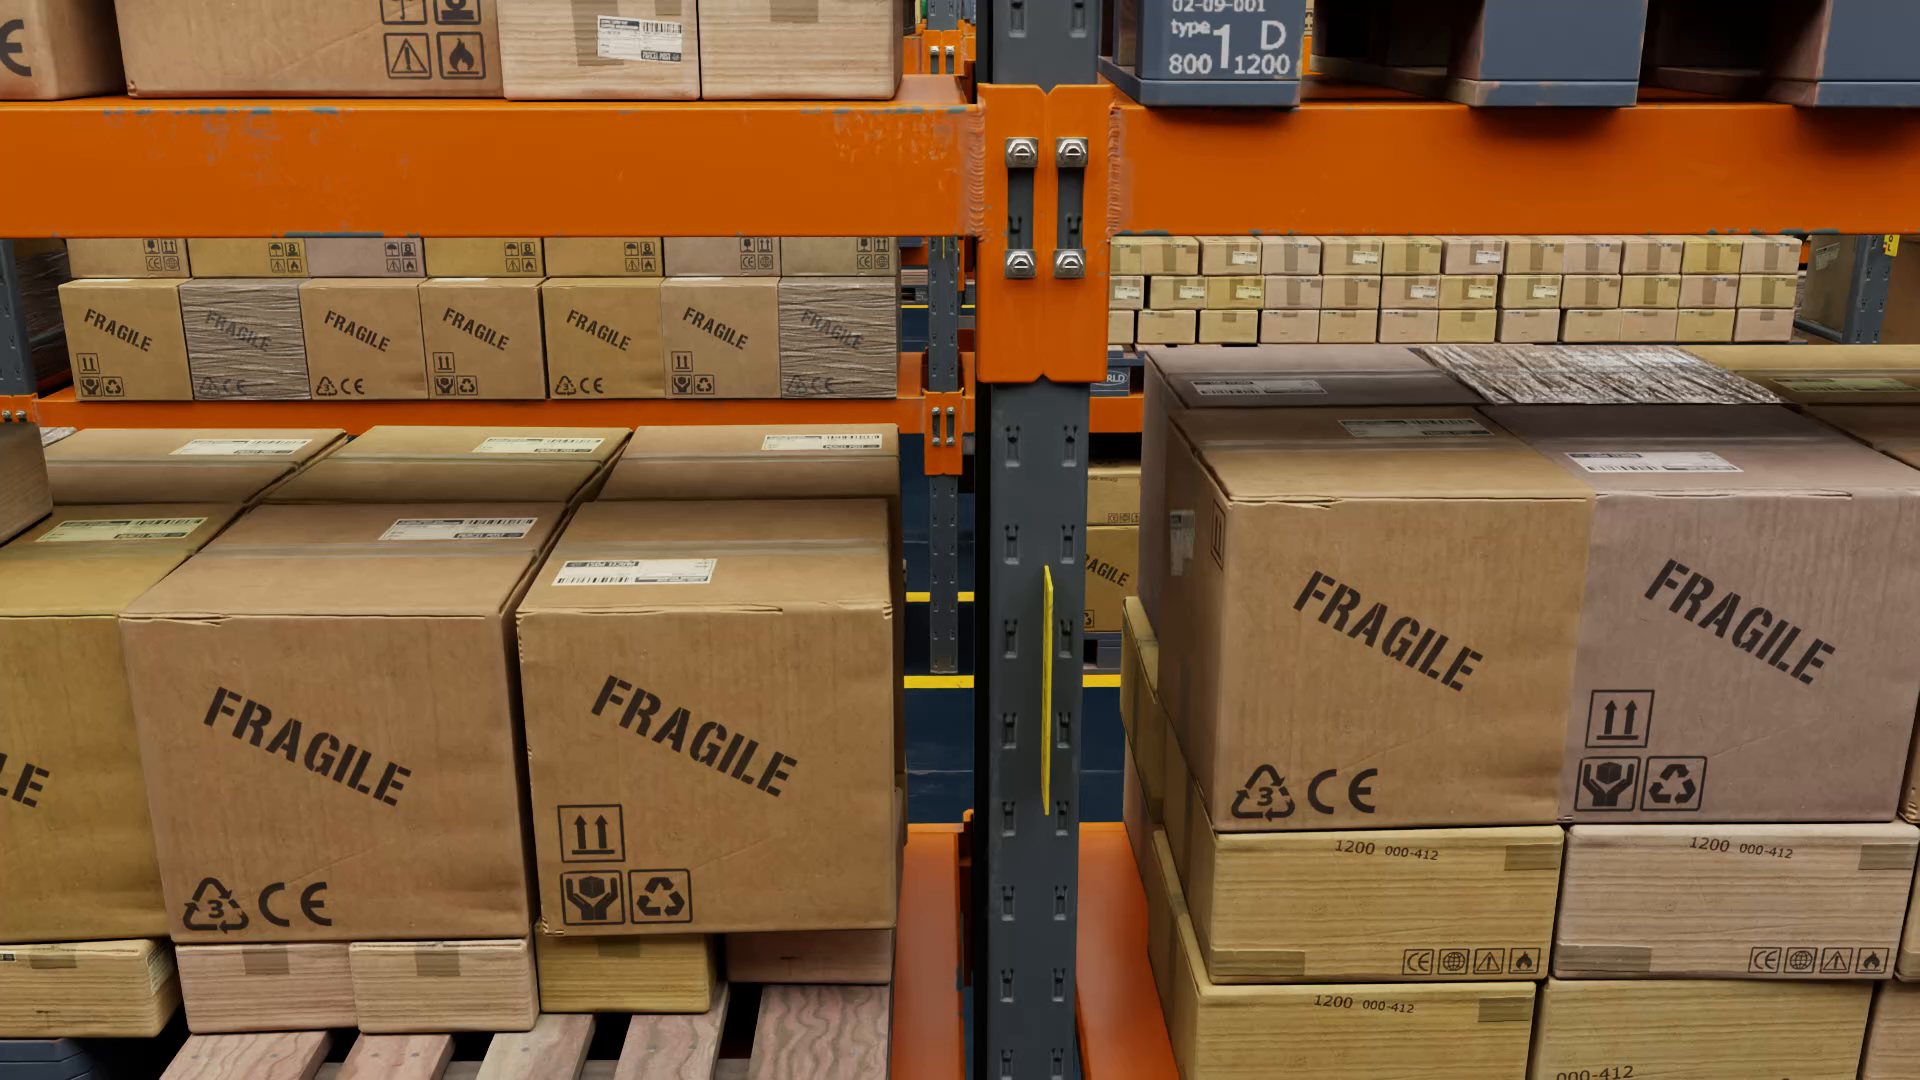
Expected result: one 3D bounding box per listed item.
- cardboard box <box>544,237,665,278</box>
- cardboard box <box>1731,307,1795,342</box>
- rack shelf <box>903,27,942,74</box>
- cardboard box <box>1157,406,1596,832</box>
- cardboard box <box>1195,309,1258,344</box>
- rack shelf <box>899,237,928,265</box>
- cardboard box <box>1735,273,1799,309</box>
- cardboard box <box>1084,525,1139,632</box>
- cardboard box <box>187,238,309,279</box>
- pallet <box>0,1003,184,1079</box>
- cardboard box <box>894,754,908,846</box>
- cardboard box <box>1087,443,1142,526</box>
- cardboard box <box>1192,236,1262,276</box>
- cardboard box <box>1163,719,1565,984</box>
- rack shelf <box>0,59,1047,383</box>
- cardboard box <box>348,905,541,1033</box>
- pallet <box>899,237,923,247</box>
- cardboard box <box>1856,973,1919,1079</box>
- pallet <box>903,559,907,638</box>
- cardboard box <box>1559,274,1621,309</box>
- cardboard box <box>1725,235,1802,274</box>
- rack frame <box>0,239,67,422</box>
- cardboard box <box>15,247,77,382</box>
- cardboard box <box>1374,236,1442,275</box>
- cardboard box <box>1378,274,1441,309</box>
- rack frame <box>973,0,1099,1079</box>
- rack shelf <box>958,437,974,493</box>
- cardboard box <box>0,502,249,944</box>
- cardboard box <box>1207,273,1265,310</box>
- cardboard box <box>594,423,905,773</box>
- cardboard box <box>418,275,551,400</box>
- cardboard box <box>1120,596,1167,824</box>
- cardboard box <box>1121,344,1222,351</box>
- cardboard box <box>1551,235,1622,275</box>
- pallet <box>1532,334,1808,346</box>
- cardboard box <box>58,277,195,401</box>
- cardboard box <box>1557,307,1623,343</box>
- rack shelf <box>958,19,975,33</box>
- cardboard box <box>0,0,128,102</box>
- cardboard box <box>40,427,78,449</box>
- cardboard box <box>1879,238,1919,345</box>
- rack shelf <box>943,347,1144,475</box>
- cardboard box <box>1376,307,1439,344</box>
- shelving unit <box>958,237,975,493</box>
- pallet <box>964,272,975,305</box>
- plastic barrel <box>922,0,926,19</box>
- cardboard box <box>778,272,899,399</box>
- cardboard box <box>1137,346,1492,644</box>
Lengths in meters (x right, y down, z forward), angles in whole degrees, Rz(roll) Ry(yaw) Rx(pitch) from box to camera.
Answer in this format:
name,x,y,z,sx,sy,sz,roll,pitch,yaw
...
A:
name,x,y,z,sx,sy,sz,roll,pitch,yaw
cardboard box,-1.548,-1.479,7.448,0.500,0.500,0.700,-1,18,-2
cardboard box,3.525,-0.998,7.471,0.250,0.149,0.380,-1,18,-2
rack shelf,-2.080,-2.037,7.253,4.000,0.370,1.077,0,18,-1
cardboard box,0.596,0.099,2.527,0.500,0.500,0.500,-1,18,-3
cardboard box,1.178,-0.986,7.434,0.250,0.149,0.380,1,18,2
rack shelf,-2.058,-2.124,12.435,4.000,0.370,1.077,0,18,-1
cardboard box,3.524,-1.140,7.426,0.250,0.149,0.380,0,18,1
cardboard box,0.631,0.104,7.717,0.500,0.500,0.500,-1,18,-3
cardboard box,-3.070,-1.472,7.426,0.500,0.500,0.700,-1,18,-2
pallet,-1.880,0.664,2.881,1.213,0.211,1.003,0,18,-1
cardboard box,-0.229,0.415,3.067,0.250,0.149,0.380,-1,18,-4
cardboard box,0.613,-0.257,7.615,0.500,0.250,0.500,-1,18,-3
cardboard box,1.163,-1.270,7.347,0.250,0.149,0.380,-1,18,-3
cardboard box,0.609,0.457,2.639,0.500,0.250,0.500,0,18,-1
rack shelf,-1.901,-0.525,2.542,4.000,0.370,1.077,0,18,-1
cardboard box,-0.744,0.582,2.546,0.250,0.149,0.380,0,18,-1
pallet,-0.769,-2.349,12.273,1.003,0.211,1.213,0,18,-1
cardboard box,1.630,0.688,2.738,0.500,0.250,0.500,0,18,1
pallet,-0.870,0.348,8.117,1.213,0.211,1.003,0,18,-1
cardboard box,2.739,-1.135,7.412,0.250,0.149,0.380,-1,18,-3
cardboard box,3.521,-1.282,7.383,0.250,0.149,0.380,1,18,2
rack frame,-4.080,-0.941,7.571,0.127,3.000,1.000,0,18,-1
cardboard box,-4.449,-1.007,7.532,0.550,0.550,0.875,0,18,-1
cardboard box,1.948,-1.274,7.359,0.250,0.149,0.380,-1,18,-2
cardboard box,1.963,-1.133,7.405,0.250,0.149,0.380,0,18,1
rack frame,0.099,0.552,2.917,0.053,2.616,0.949,0,18,-1
rack shelf,0.166,-0.321,9.447,0.480,0.518,0.431,0,18,-1
cardboard box,-1.373,0.257,2.497,0.500,0.500,0.500,-1,18,-5
cardboard box,1.196,-1.129,7.394,0.250,0.149,0.380,0,18,-1
cardboard box,-0.355,0.093,3.009,0.500,0.500,0.500,-1,18,-2
cardboard box,-2.038,-0.916,7.329,0.500,0.500,0.500,0,18,0
cardboard box,0.579,0.304,3.116,0.500,0.250,0.500,0,18,-1
cardboard box,1.524,-1.663,12.612,0.875,0.875,1.225,0,18,-1
cardboard box,2.731,-1.278,7.372,0.250,0.149,0.380,0,18,-1
pallet,3.152,-0.929,7.848,1.213,0.211,1.003,0,18,-1
cardboard box,-3.550,-0.909,7.308,0.500,0.500,0.500,0,18,0
cardboard box,2.765,-0.995,7.462,0.250,0.149,0.380,-1,18,-4
rack shelf,1.942,-3.571,12.037,4.000,0.370,1.077,0,18,-1
cardboard box,-1.426,-0.911,2.396,0.637,0.503,0.797,0,18,-1
cardboard box,-1.907,0.102,2.980,0.500,0.500,0.500,-1,18,-3
cardboard box,4.418,-1.095,7.398,0.500,0.500,0.500,-1,18,-2
rack shelf,1.919,-0.628,7.771,4.000,0.370,1.077,0,18,-1
cardboard box,1.956,-0.989,7.445,0.250,0.149,0.380,-1,18,-3
shelving unit,0.166,-1.001,9.229,0.503,2.100,0.431,0,18,-1
pallet,0.652,-2.677,17.548,1.213,0.211,1.003,0,18,-1
plastic barrel,-0.382,-5.326,16.584,0.294,0.245,0.294,0,18,0
cardboard box,-0.527,-0.924,7.354,0.500,0.500,0.500,0,18,-1
cardboard box,0.611,-0.055,3.009,0.500,0.500,0.500,-1,18,-2
